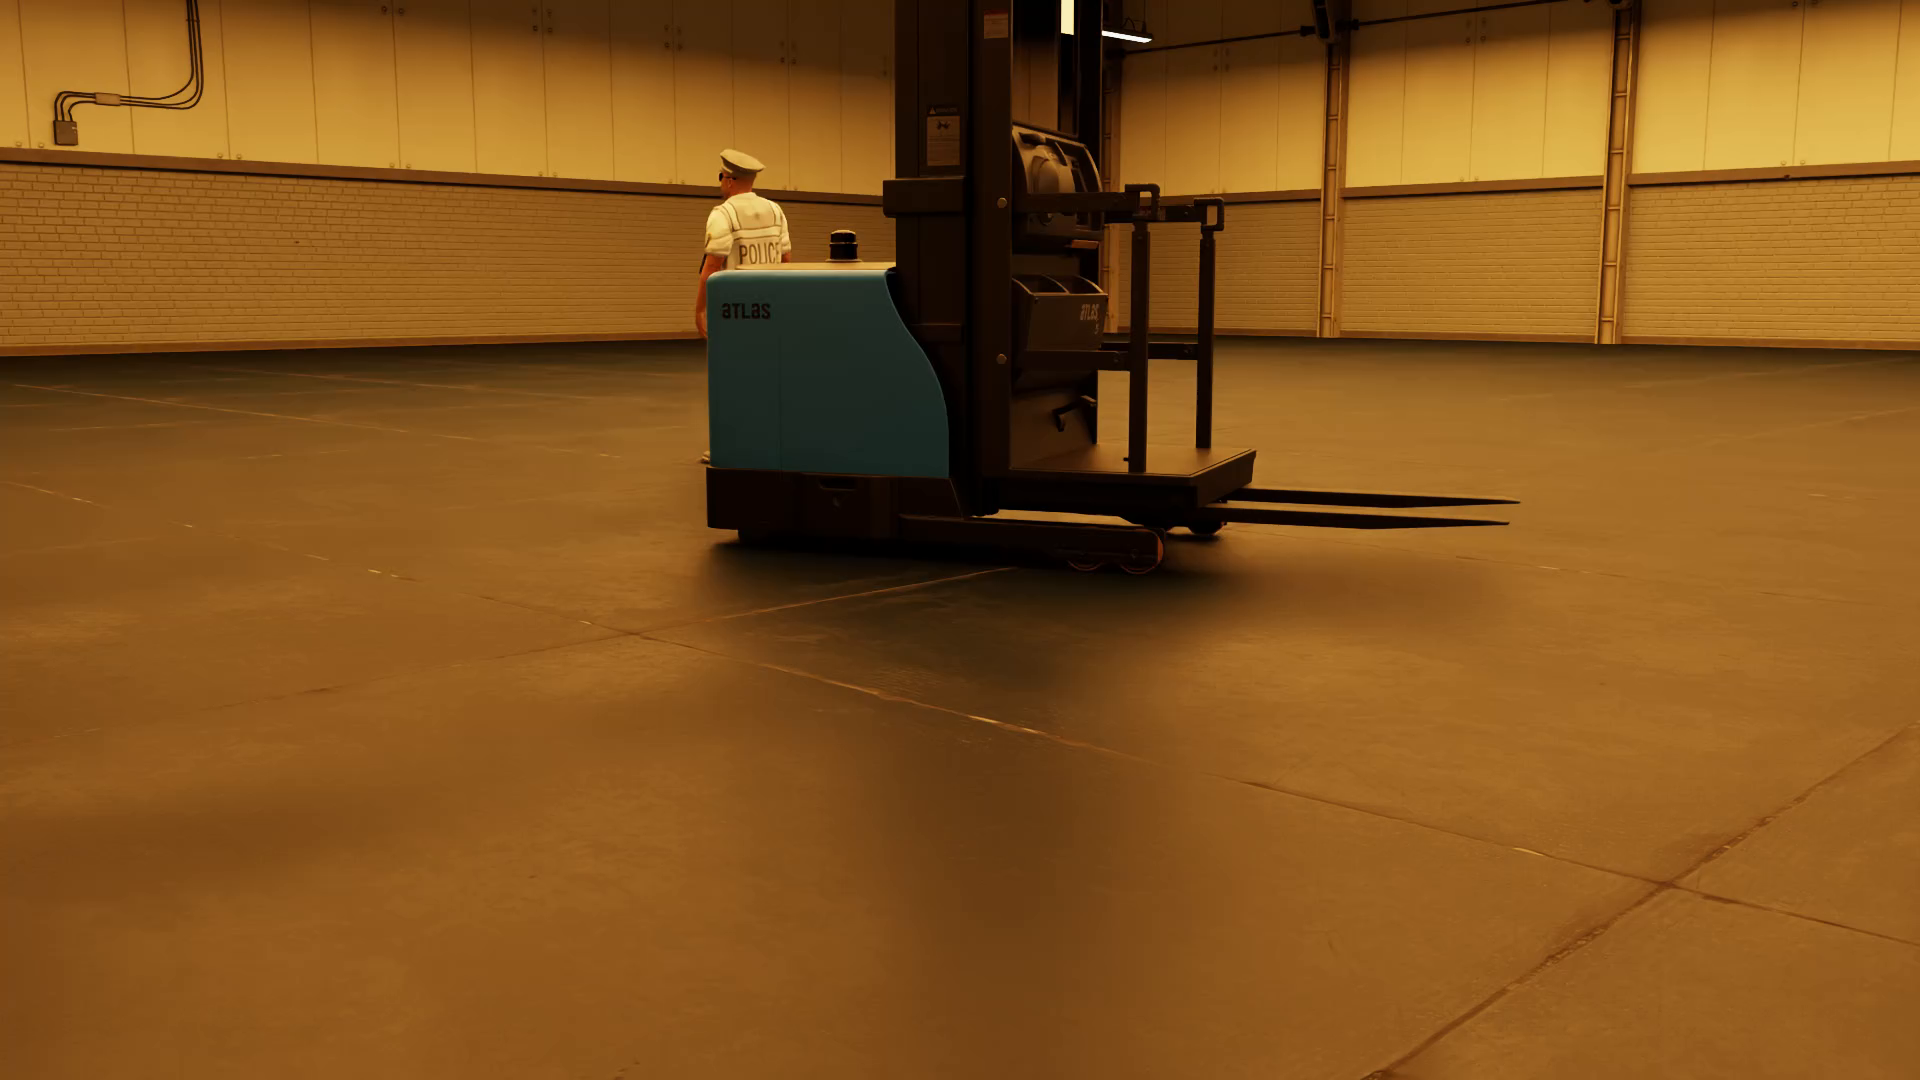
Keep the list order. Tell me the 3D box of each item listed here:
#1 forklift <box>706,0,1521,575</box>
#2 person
[{"bbox_3d":[0.565,-1.416,6.275,3.031,2.935,1.130,3,9,22],"label":"forklift"},{"bbox_3d":[-1.307,-1.341,9.616,0.557,1.787,0.628,8,12,44],"label":"person"}]
